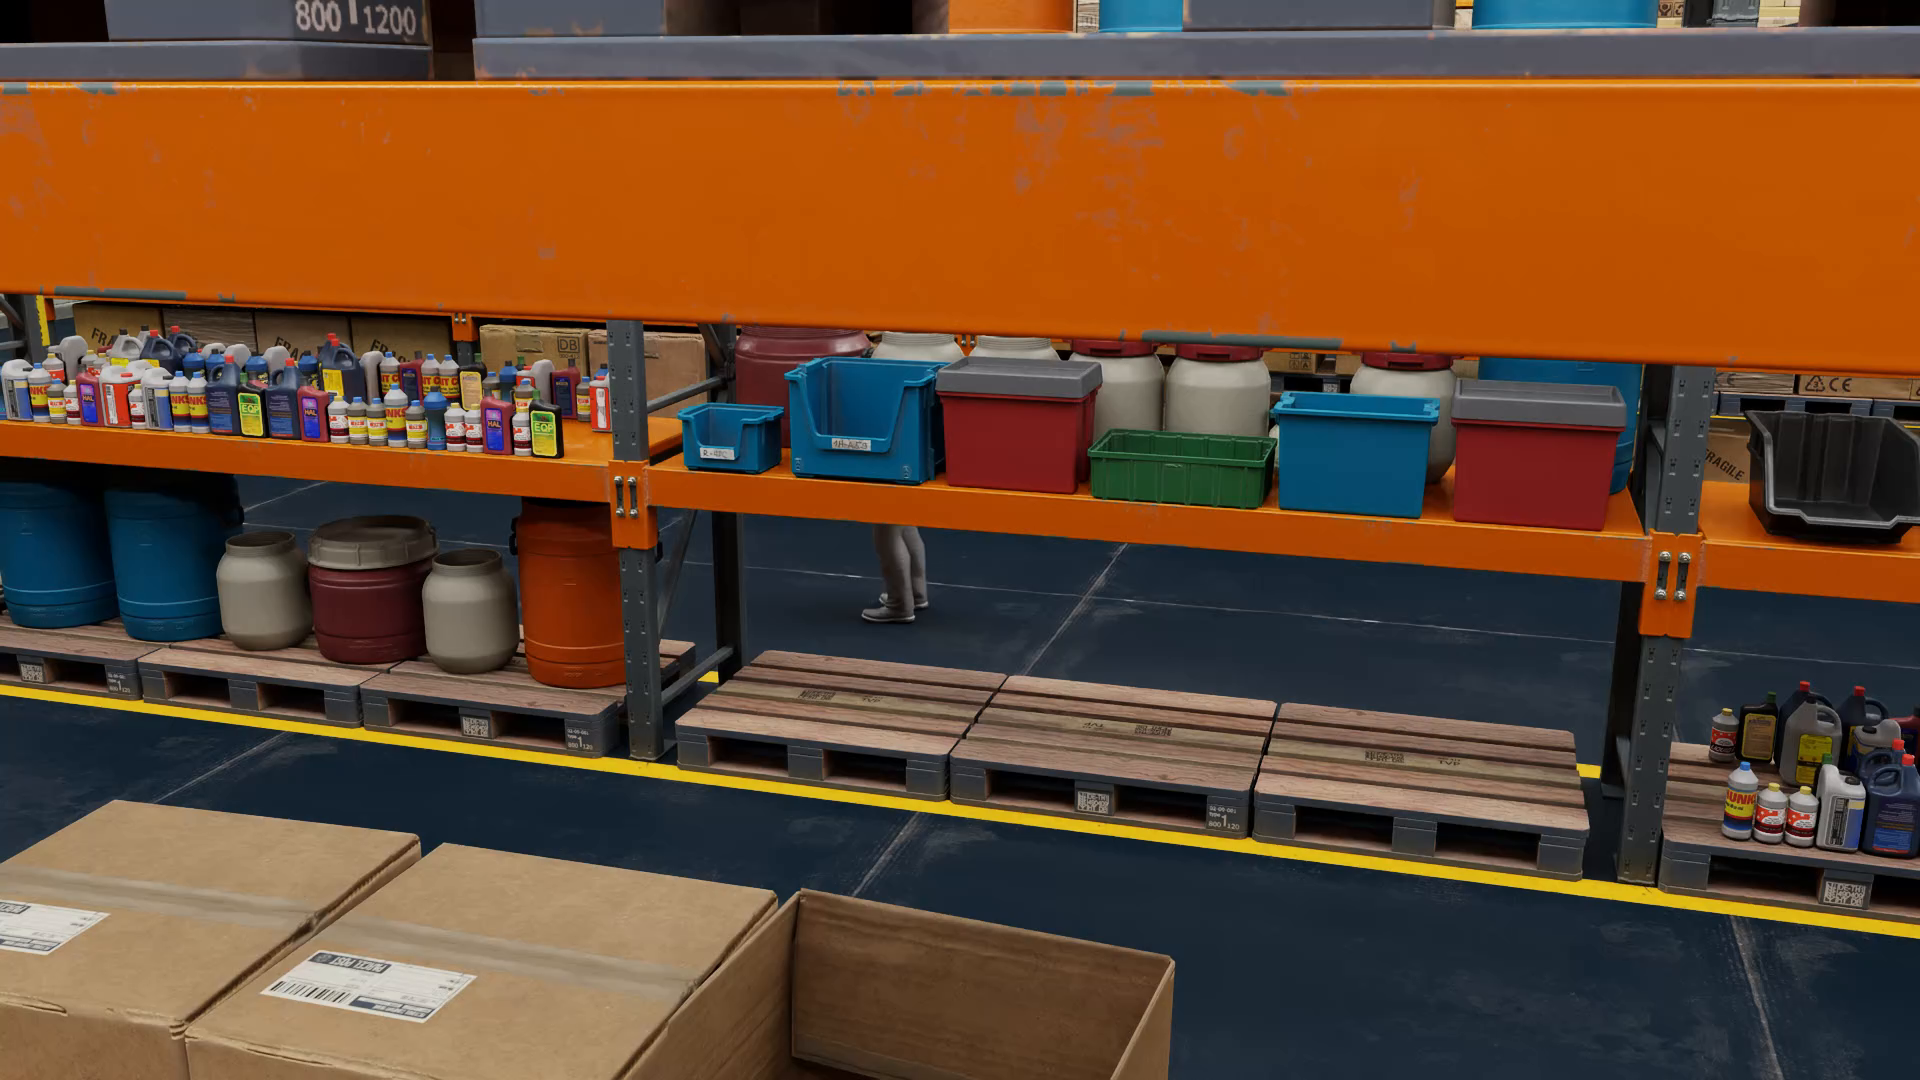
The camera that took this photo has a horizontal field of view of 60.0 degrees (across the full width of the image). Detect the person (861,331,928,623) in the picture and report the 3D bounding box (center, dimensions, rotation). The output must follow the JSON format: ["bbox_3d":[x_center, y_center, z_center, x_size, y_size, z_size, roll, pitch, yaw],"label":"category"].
[{"bbox_3d":[-0.332,-0.397,8.951,0.389,1.678,0.486,4,16,15],"label":"person"}]
